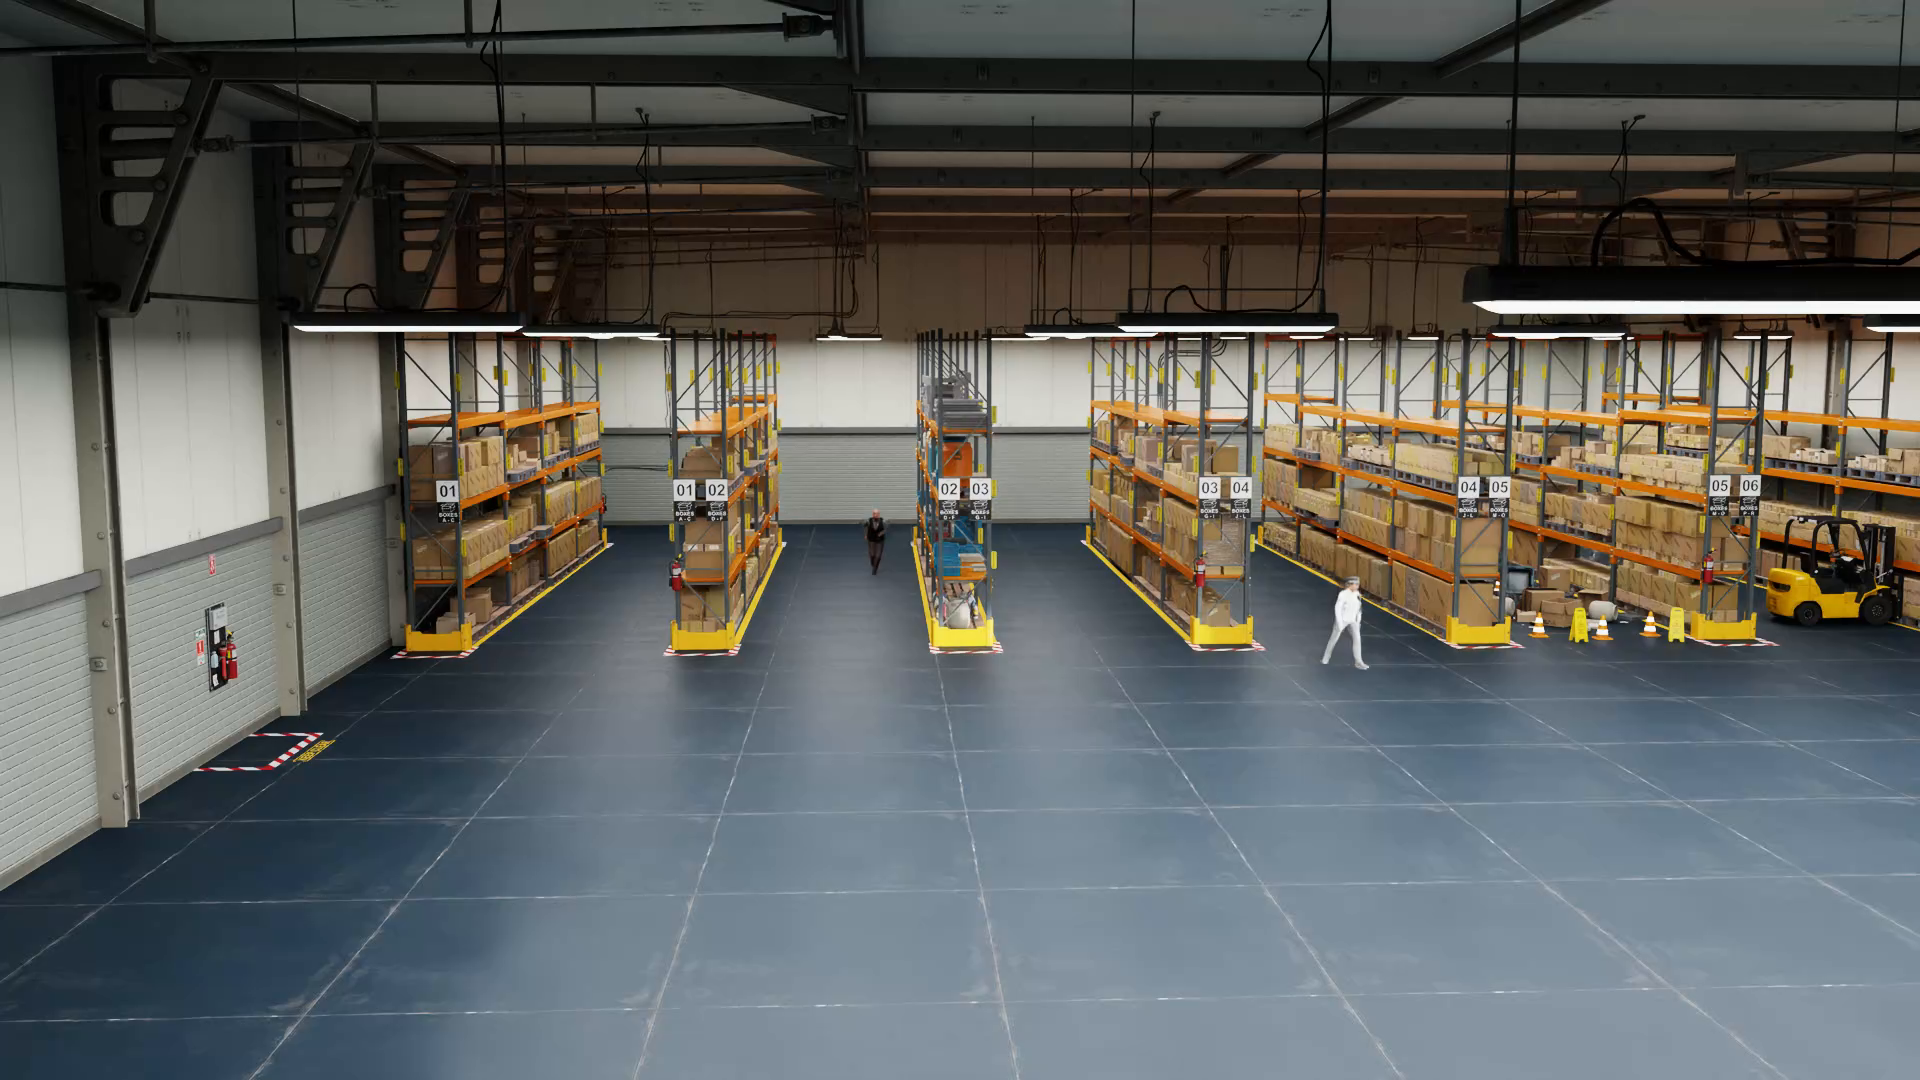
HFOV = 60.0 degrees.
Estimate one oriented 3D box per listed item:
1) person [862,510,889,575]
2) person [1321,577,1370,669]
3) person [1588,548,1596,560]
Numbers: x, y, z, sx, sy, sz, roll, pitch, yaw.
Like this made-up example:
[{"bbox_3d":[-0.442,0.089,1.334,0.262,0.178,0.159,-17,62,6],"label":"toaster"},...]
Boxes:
[{"bbox_3d":[-2.103,0.052,41.323,0.655,1.649,0.721,-1,7,-6],"label":"person"},{"bbox_3d":[6.865,1.442,29.524,0.634,1.626,0.851,-3,7,-26],"label":"person"},{"bbox_3d":[16.468,-0.228,43.907,0.530,1.566,0.881,-2,7,-18],"label":"person"}]
